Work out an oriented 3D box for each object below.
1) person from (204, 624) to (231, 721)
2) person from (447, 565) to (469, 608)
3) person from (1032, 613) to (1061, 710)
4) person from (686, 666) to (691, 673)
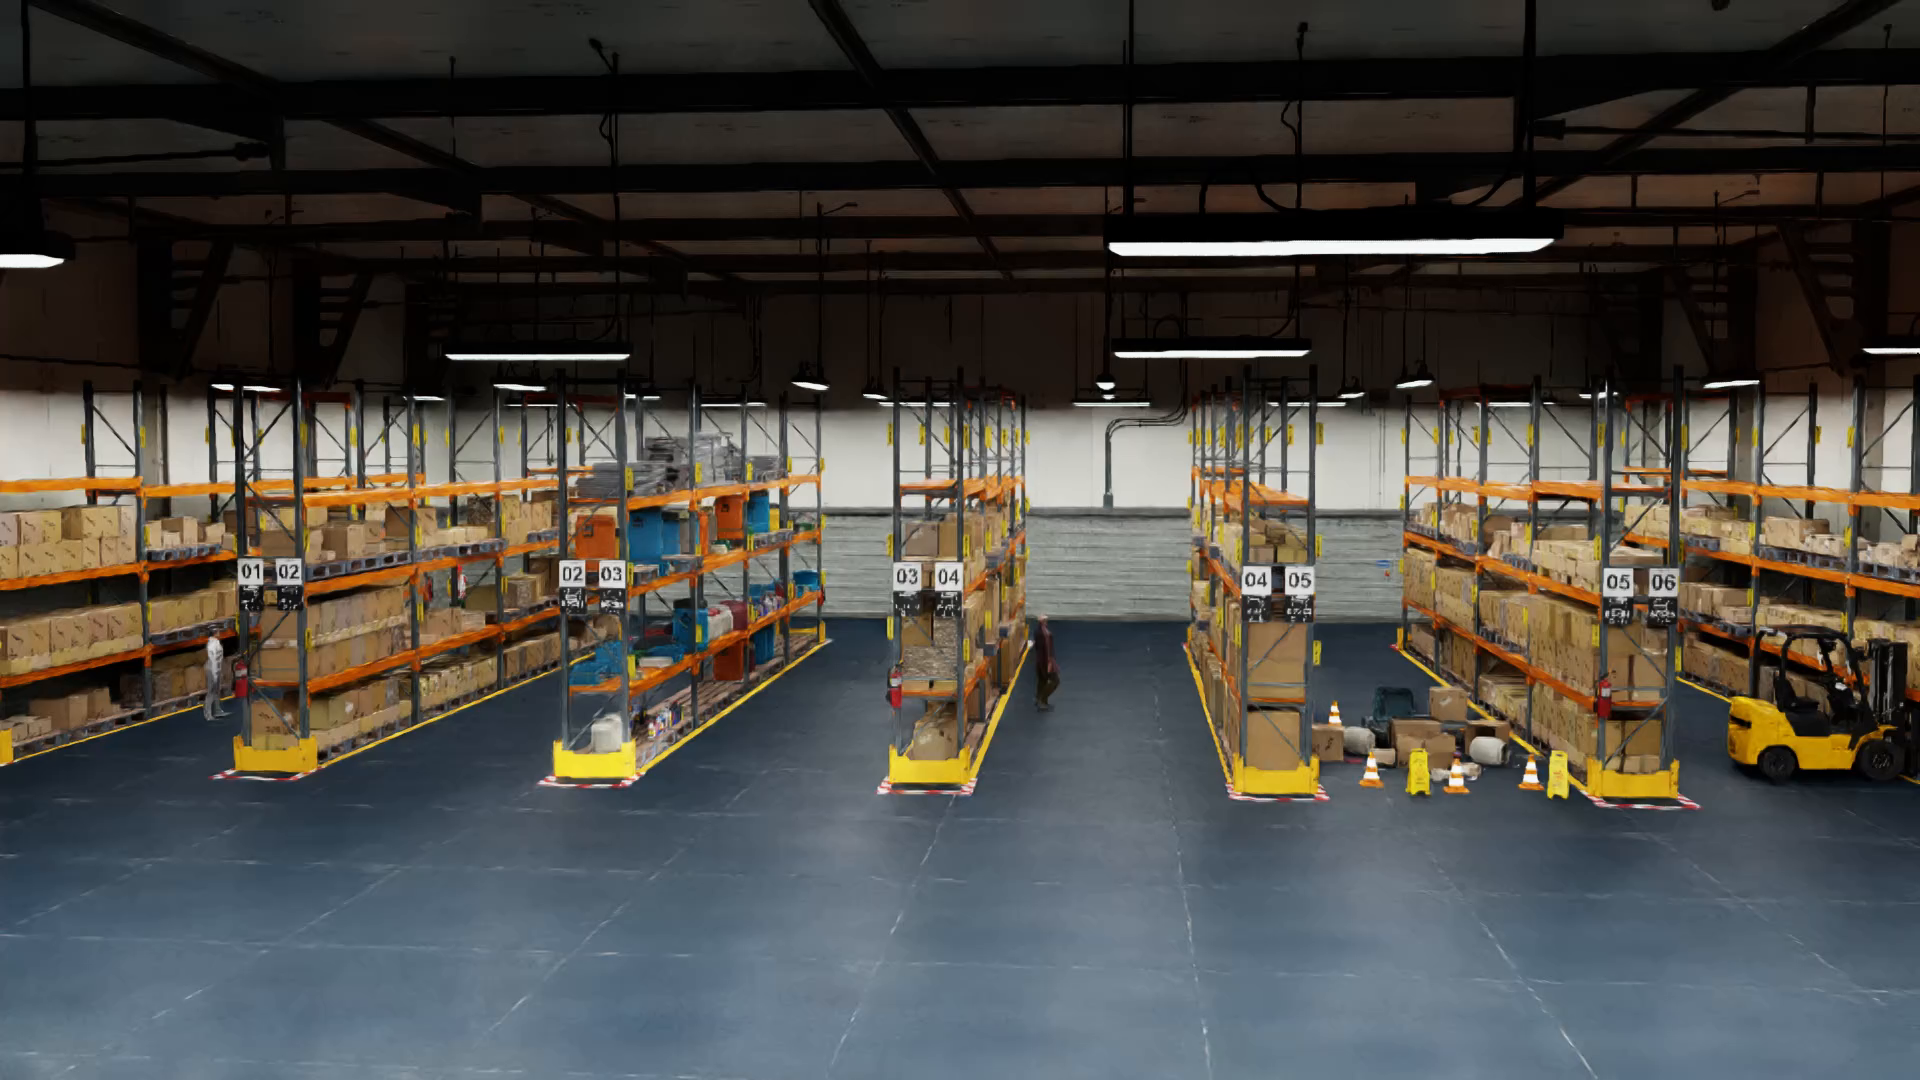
[{"bbox_3d":[-13.140,2.324,29.384,0.433,1.684,0.551,-1,4,-21],"label":"person"},{"bbox_3d":[-12.699,1.496,42.315,0.714,1.770,0.678,-2,4,-29],"label":"person"},{"bbox_3d":[1.540,2.284,30.325,0.518,1.663,0.627,-1,4,-20],"label":"person"},{"bbox_3d":[-5.785,2.033,35.354,0.417,1.517,1.037,1,4,8],"label":"person"}]
